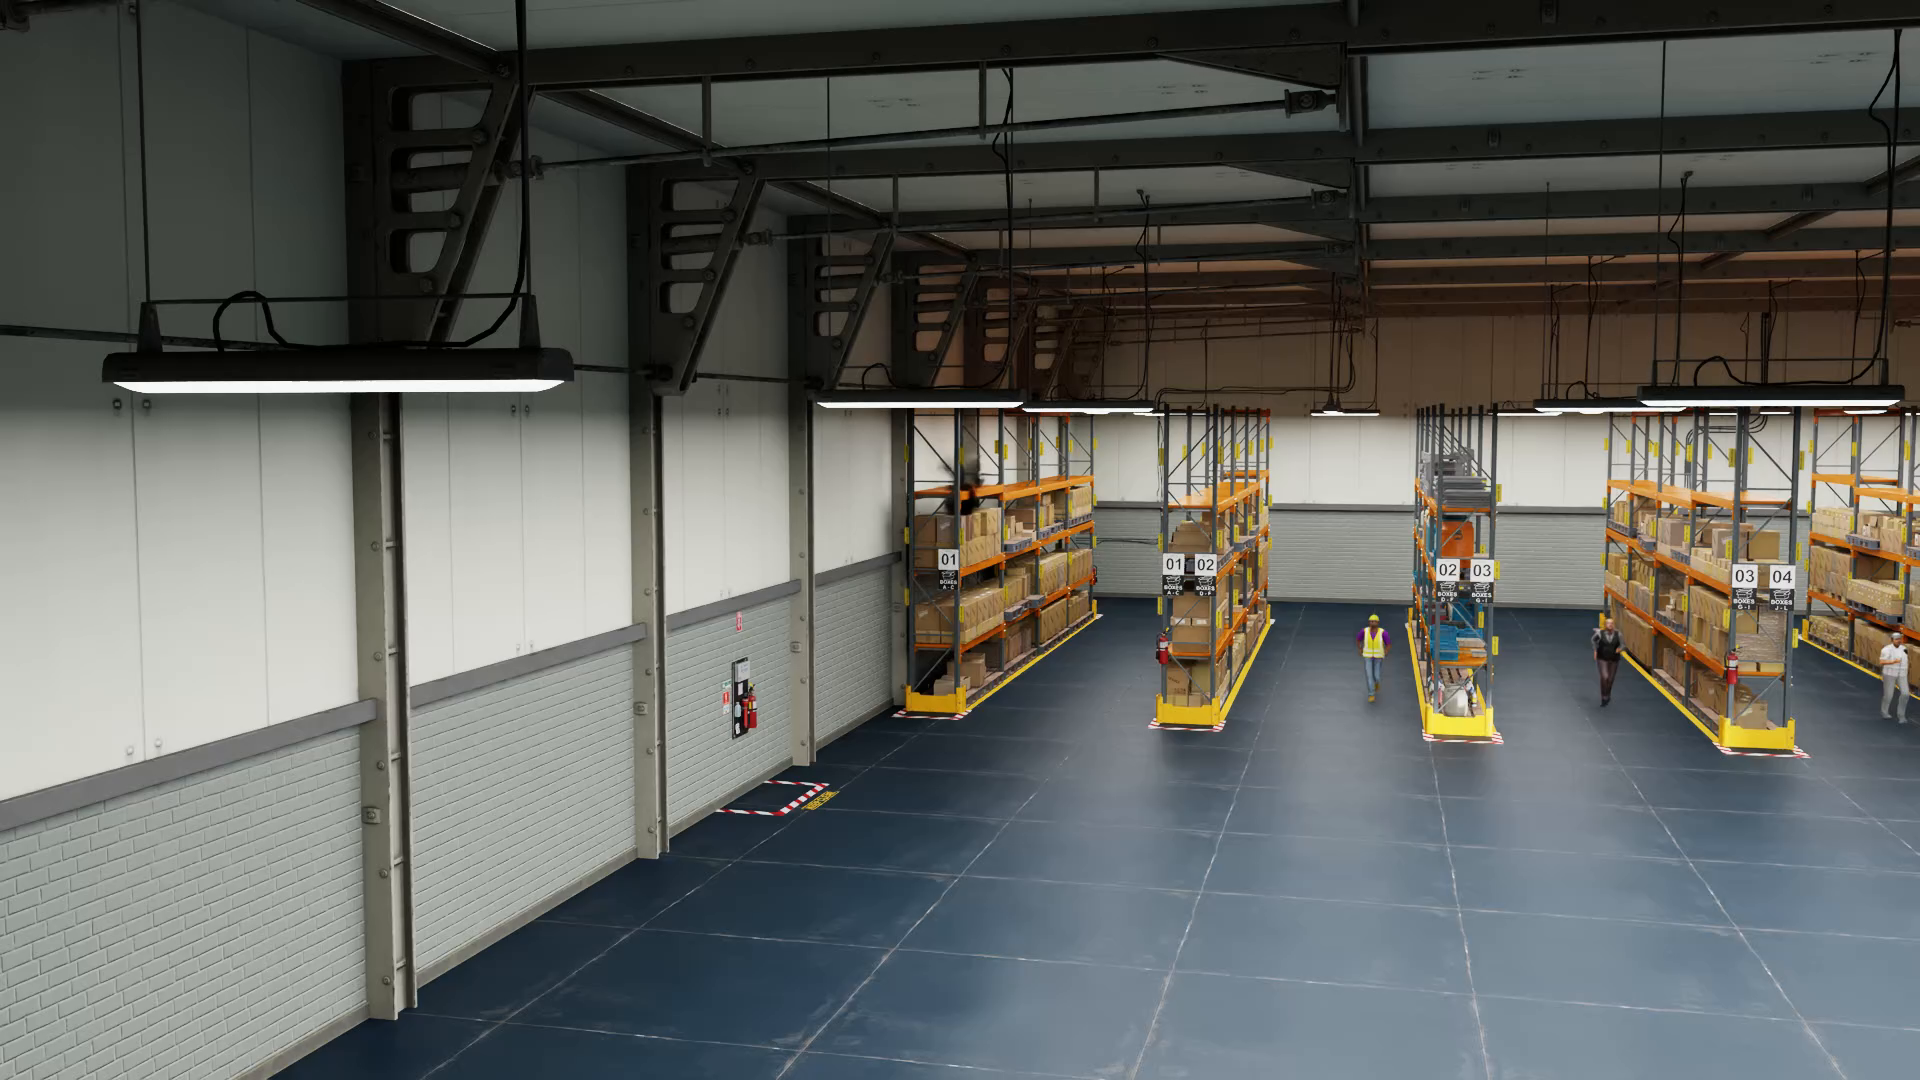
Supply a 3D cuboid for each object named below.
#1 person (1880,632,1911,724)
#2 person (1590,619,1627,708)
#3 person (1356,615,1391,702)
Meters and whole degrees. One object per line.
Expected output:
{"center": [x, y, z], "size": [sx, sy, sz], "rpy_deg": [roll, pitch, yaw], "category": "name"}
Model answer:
{"center": [17.691, 2.605, 31.458], "size": [0.585, 1.719, 0.708], "rpy_deg": [1, 4, 9], "category": "person"}
{"center": [12.971, 2.449, 33.236], "size": [0.644, 1.772, 0.793], "rpy_deg": [1, 4, 9], "category": "person"}
{"center": [8.433, 2.393, 33.960], "size": [0.700, 1.748, 0.796], "rpy_deg": [1, 4, 16], "category": "person"}
